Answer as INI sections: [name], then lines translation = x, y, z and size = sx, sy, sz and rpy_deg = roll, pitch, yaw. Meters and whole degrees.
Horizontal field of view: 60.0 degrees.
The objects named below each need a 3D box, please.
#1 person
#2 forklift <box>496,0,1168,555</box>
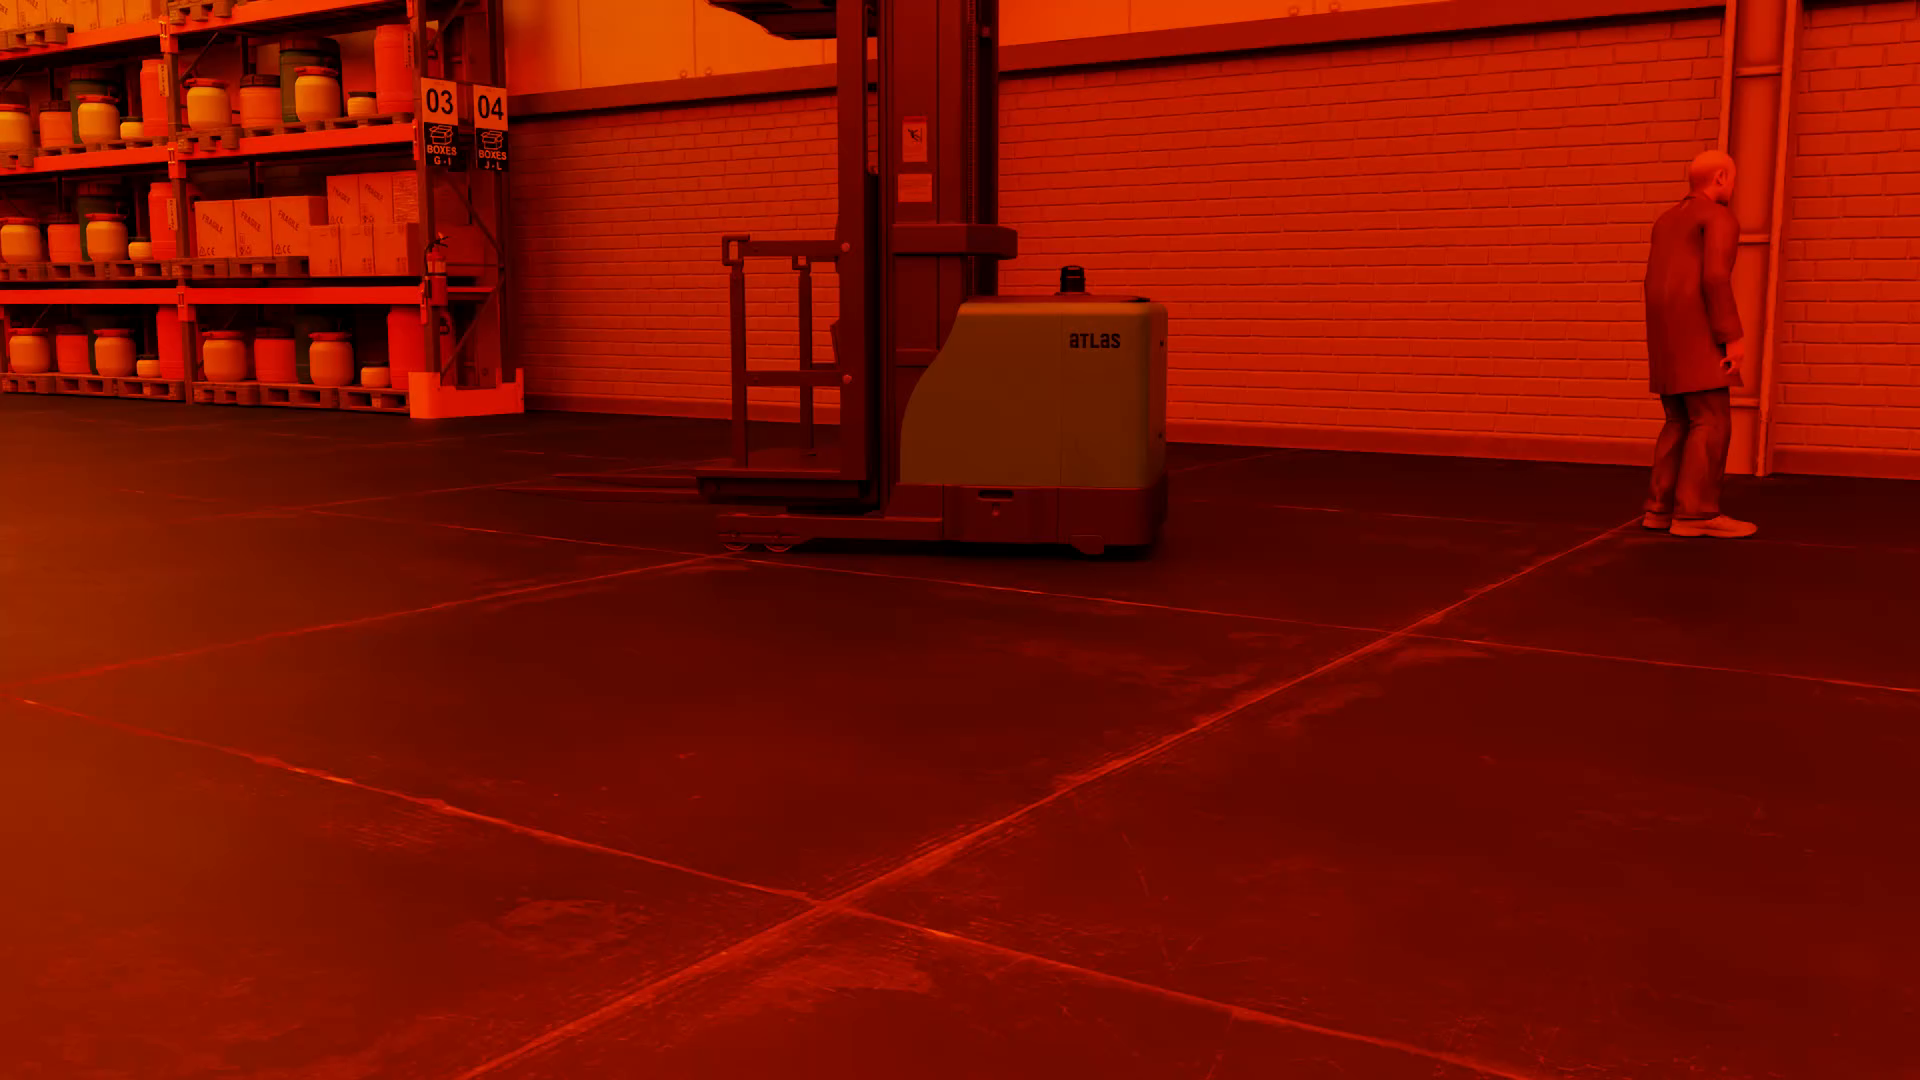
[person]
translation = 3.464, -0.920, 7.779
size = 0.392, 1.772, 0.605
rpy_deg = -1, 8, -7
[forklift]
translation = -0.596, -1.437, 7.525
size = 3.031, 2.867, 1.129
rpy_deg = 2, 8, 12
